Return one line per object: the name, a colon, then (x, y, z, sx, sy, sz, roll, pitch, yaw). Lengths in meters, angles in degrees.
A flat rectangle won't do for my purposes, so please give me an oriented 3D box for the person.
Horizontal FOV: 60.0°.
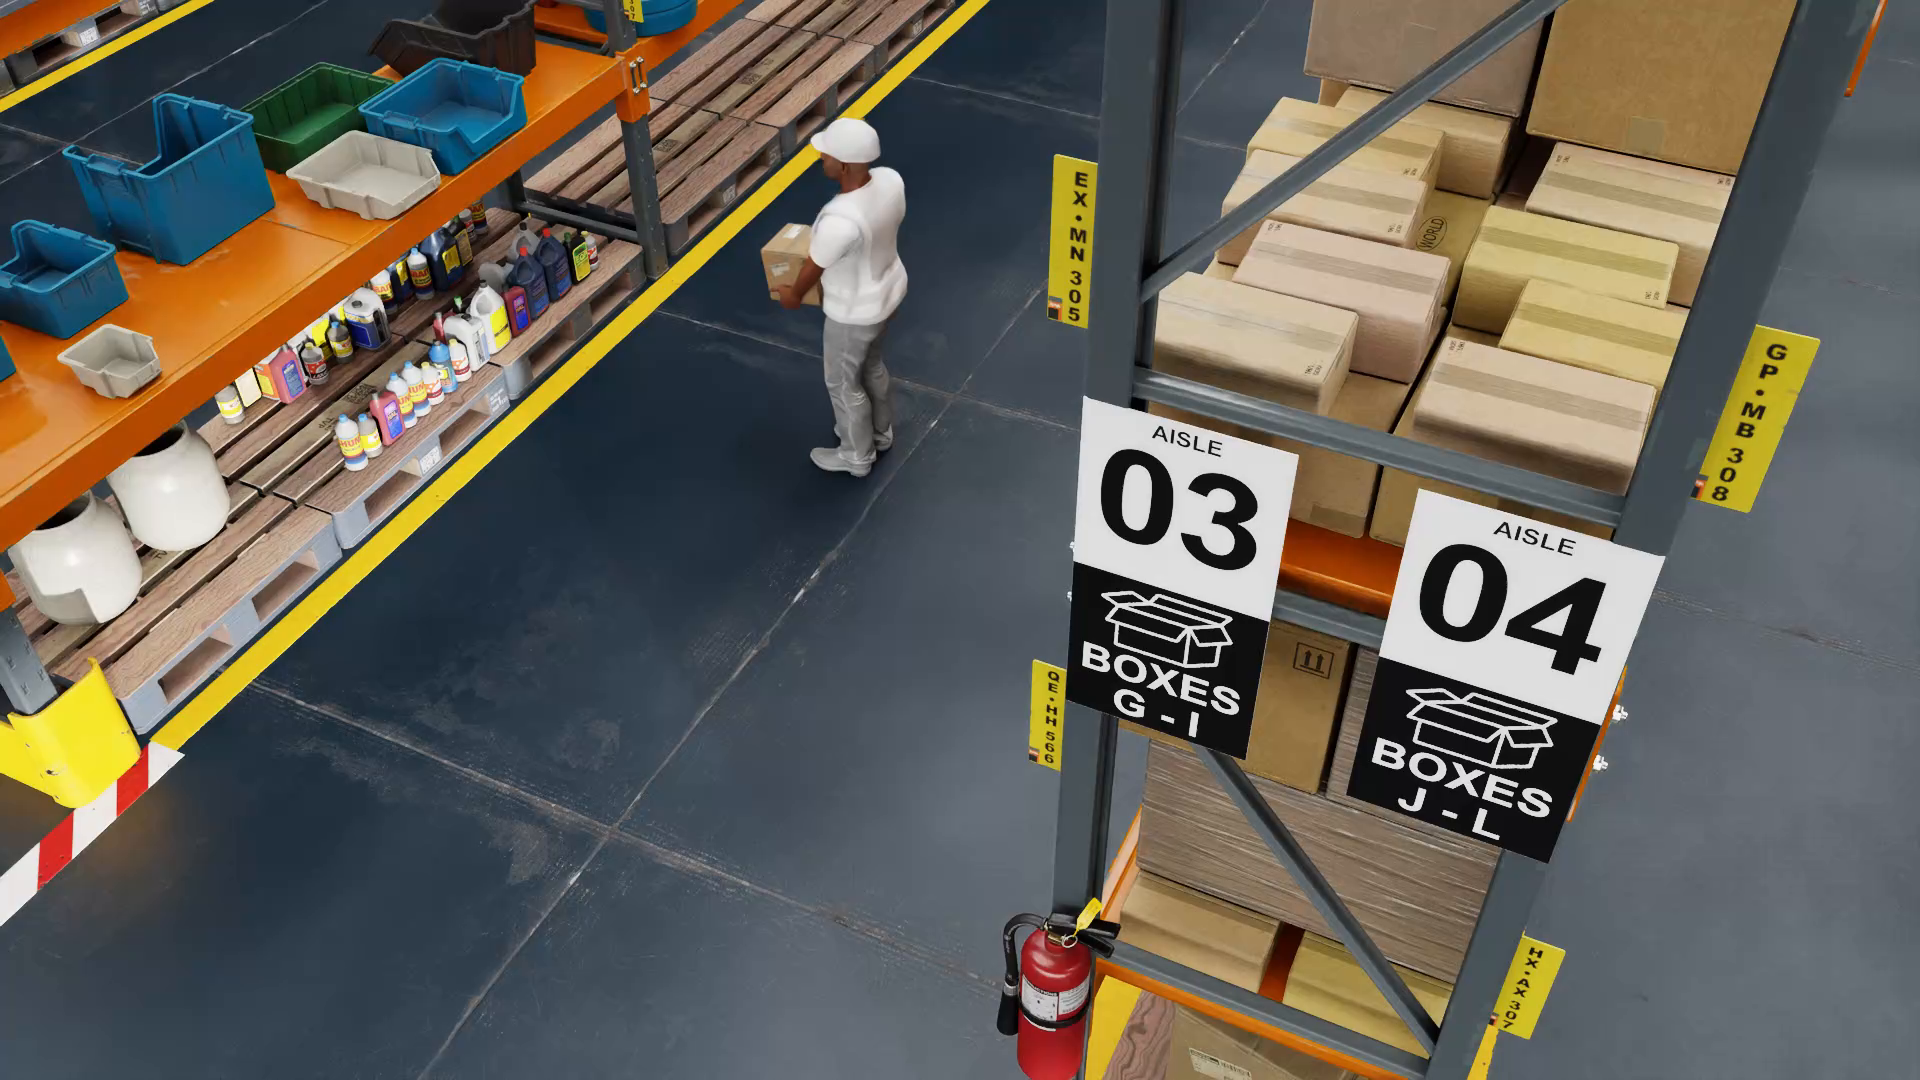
person: (-0.536, -1.070, 7.342, 0.569, 1.763, 0.505, 17, 44, 18)
